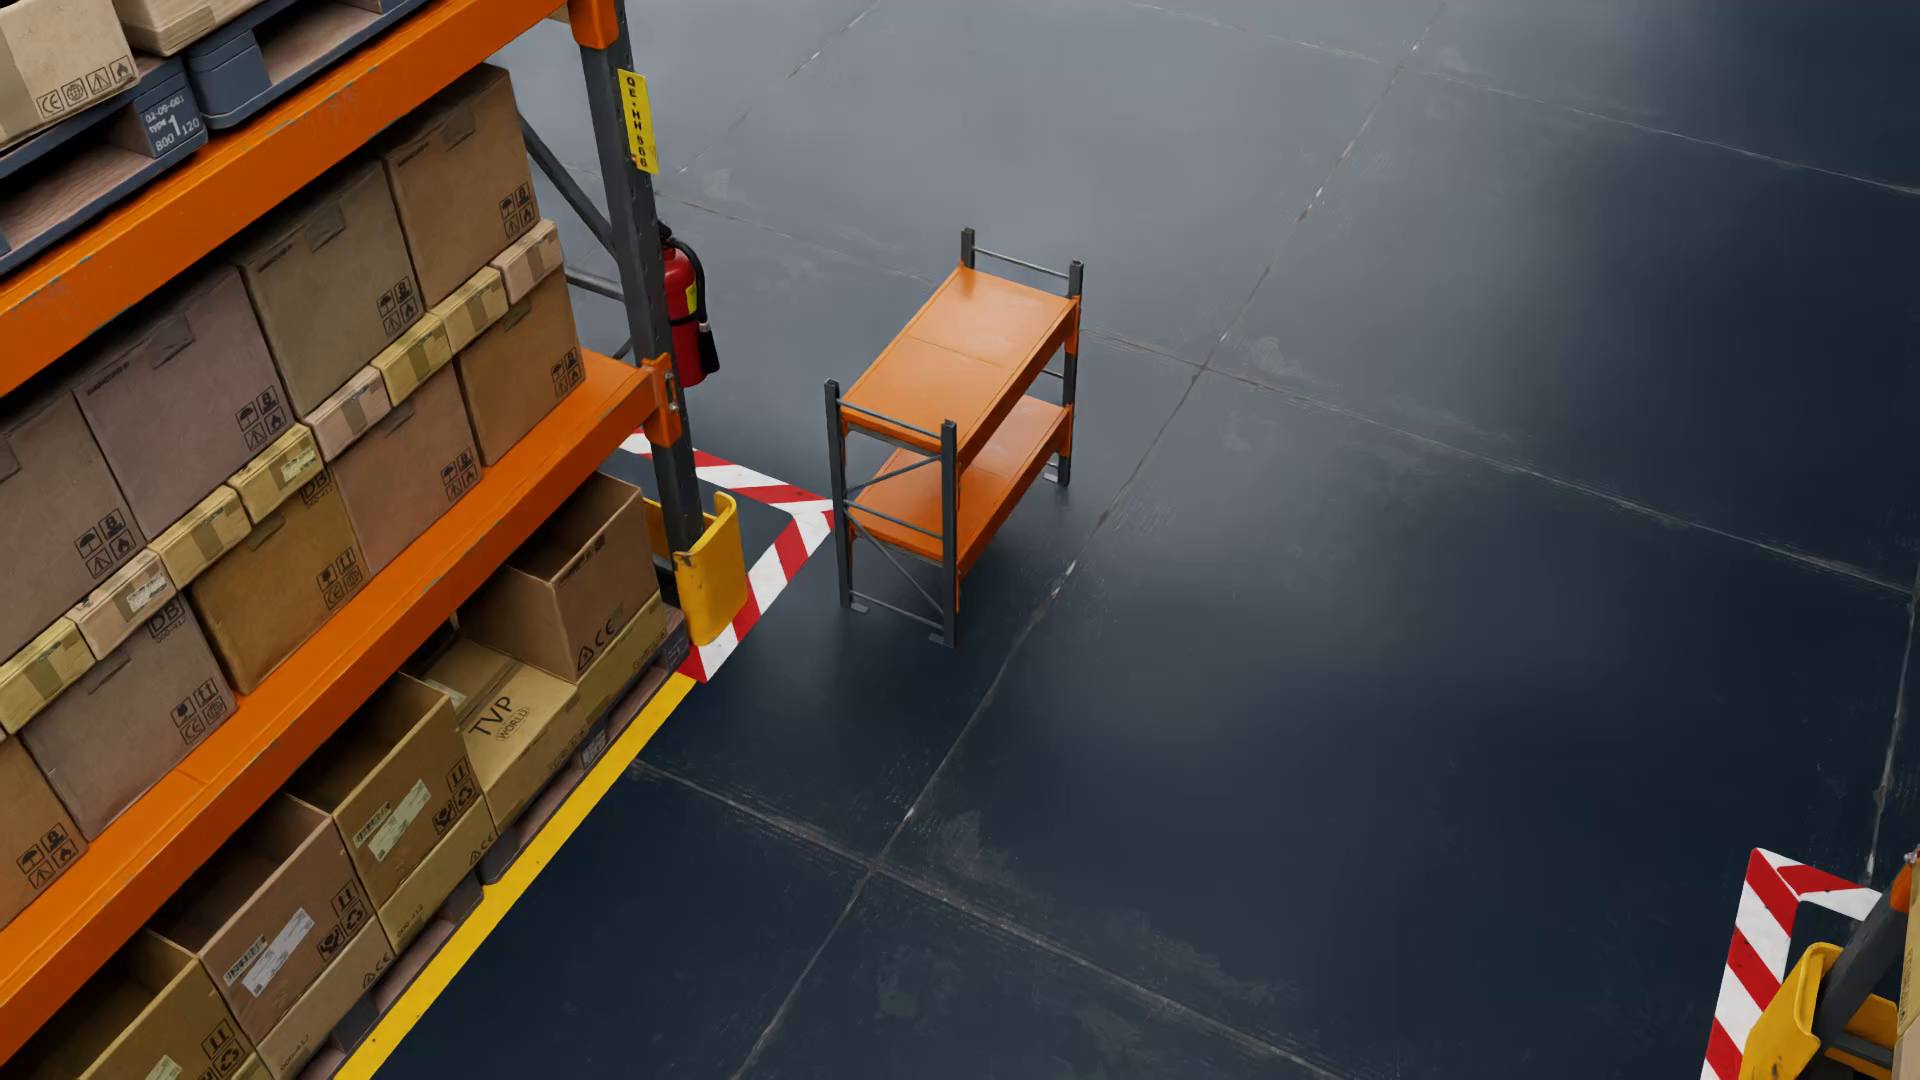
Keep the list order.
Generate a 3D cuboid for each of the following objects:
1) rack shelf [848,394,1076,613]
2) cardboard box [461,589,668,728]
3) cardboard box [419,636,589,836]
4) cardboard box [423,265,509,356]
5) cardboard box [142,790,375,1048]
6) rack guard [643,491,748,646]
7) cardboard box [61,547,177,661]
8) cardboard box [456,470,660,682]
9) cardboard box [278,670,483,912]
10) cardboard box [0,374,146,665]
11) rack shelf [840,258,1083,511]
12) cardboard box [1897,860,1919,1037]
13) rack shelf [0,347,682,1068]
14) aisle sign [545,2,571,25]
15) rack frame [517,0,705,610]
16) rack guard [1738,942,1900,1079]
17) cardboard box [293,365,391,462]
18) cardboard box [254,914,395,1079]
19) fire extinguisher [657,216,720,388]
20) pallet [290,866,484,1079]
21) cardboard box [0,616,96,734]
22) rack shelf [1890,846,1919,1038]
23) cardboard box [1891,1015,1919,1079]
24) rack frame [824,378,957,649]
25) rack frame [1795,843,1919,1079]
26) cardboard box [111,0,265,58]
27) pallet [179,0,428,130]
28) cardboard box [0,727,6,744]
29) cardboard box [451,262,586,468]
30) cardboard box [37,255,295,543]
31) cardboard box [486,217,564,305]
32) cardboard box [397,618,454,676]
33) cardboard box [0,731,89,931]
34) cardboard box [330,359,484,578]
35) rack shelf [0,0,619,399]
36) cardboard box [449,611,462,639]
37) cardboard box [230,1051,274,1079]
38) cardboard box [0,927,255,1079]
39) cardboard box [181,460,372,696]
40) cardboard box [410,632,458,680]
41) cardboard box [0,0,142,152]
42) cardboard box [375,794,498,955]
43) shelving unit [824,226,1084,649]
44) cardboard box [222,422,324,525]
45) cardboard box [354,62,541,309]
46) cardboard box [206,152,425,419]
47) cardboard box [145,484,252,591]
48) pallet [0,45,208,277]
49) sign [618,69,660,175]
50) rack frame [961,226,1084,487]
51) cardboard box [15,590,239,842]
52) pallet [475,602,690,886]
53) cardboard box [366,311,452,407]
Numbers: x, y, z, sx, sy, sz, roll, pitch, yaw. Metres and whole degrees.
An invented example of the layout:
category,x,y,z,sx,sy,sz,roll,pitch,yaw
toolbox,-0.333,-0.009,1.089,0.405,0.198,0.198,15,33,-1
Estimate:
category,x,y,z,sx,sy,sz,roll,pitch,yaw
rack shelf,-0.003,-0.219,6.520,0.538,0.278,1.000,20,49,19
cardboard box,-1.404,0.335,5.948,0.500,0.250,0.500,20,49,19
cardboard box,-1.625,0.654,5.632,0.500,0.250,0.500,20,49,19
cardboard box,-1.545,-0.713,4.820,0.380,0.149,0.250,22,49,20
cardboard box,-2.086,1.022,4.742,0.500,0.500,0.500,20,49,19
rack guard,-1.405,-0.055,6.453,1.175,0.500,0.348,20,49,19
cardboard box,-2.143,0.099,4.016,0.380,0.149,0.250,20,49,19
cardboard box,-1.402,0.072,5.680,0.500,0.500,0.500,20,49,19
cardboard box,-1.853,0.707,5.053,0.500,0.500,0.500,20,49,19
cardboard box,-2.374,-0.120,3.778,0.700,0.500,0.500,20,49,19
rack shelf,-0.003,-0.597,6.138,0.538,0.278,1.000,20,49,19
cardboard box,2.465,0.963,3.781,0.500,0.250,0.500,19,48,18
rack shelf,-2.345,0.594,4.560,1.077,0.370,4.000,20,49,19
aisle sign,-1.126,-1.777,4.570,0.394,0.787,0.004,20,49,19
rack frame,-1.417,-0.919,5.549,1.000,3.000,0.127,20,49,19
rack guard,2.938,1.641,4.777,1.175,0.500,0.348,20,49,19
cardboard box,-1.783,-0.394,4.504,0.380,0.149,0.250,21,49,20
cardboard box,-2.089,1.284,5.010,0.500,0.250,0.500,20,49,19
fire extinguisher,-0.950,-0.813,5.499,0.296,0.674,0.183,20,49,19
pallet,-2.302,1.322,5.294,1.003,0.211,1.213,20,49,19
cardboard box,-2.261,0.255,3.862,0.380,0.149,0.250,20,49,19
rack shelf,2.044,2.227,2.946,1.077,0.370,4.000,20,49,19
cardboard box,2.237,1.294,3.453,0.500,0.250,0.500,19,48,18
rack frame,-0.239,-0.071,6.029,0.500,1.125,0.032,20,49,19
rack frame,2.973,0.714,3.935,1.000,3.000,0.127,20,49,19
cardboard box,-1.718,-1.305,3.534,0.500,0.250,0.500,20,49,19
pallet,-1.768,-1.505,4.082,1.003,0.211,1.213,20,49,19
cardboard box,-2.382,0.419,3.700,0.380,0.149,0.250,19,48,18
cardboard box,-1.645,-0.664,5.227,0.700,0.500,0.500,20,49,19
cardboard box,-2.142,-0.436,4.090,0.700,0.500,0.500,21,49,19
cardboard box,-1.425,-0.879,4.983,0.380,0.149,0.250,20,49,18
cardboard box,-2.093,0.216,5.538,0.500,0.500,0.500,20,49,19
cardboard box,-2.598,0.635,3.943,0.700,0.500,0.500,21,49,20
cardboard box,-1.884,-0.332,4.899,0.700,0.500,0.500,22,49,20
rack shelf,-2.345,-0.461,3.493,1.077,0.370,4.000,20,49,19
cardboard box,-1.863,0.164,6.117,0.500,0.250,0.500,20,49,19
cardboard box,-2.316,1.601,4.696,0.500,0.250,0.500,20,49,19
cardboard box,-2.317,1.337,4.430,0.500,0.500,0.500,20,49,19
cardboard box,-2.120,-0.021,4.591,0.700,0.500,0.500,21,49,19
cardboard box,-2.091,0.481,5.804,0.500,0.250,0.500,20,49,19
cardboard box,-1.976,-0.976,3.166,0.500,0.311,0.500,26,51,23
cardboard box,-1.856,0.970,5.320,0.500,0.250,0.500,20,49,19
shelving unit,-0.003,-0.391,6.346,0.538,1.125,1.048,20,49,19
cardboard box,-1.904,-0.229,4.341,0.380,0.149,0.250,22,49,20
cardboard box,-1.669,-1.087,4.733,0.700,0.500,0.500,21,49,19
cardboard box,-1.908,-0.754,4.404,0.700,0.500,0.500,19,48,18
cardboard box,-2.025,-0.062,4.176,0.380,0.149,0.250,22,49,20
pallet,-2.333,-0.734,3.320,1.003,0.211,1.213,20,49,19
sign,-0.942,-1.221,4.867,0.100,0.325,0.005,20,49,19
rack frame,0.233,-0.711,6.662,0.500,1.125,0.032,20,49,19
cardboard box,-2.361,0.312,4.262,0.700,0.500,0.500,22,49,20
pallet,-1.734,0.557,6.051,1.003,0.211,1.213,20,49,19
cardboard box,-1.664,-0.552,4.660,0.380,0.149,0.250,20,49,18
